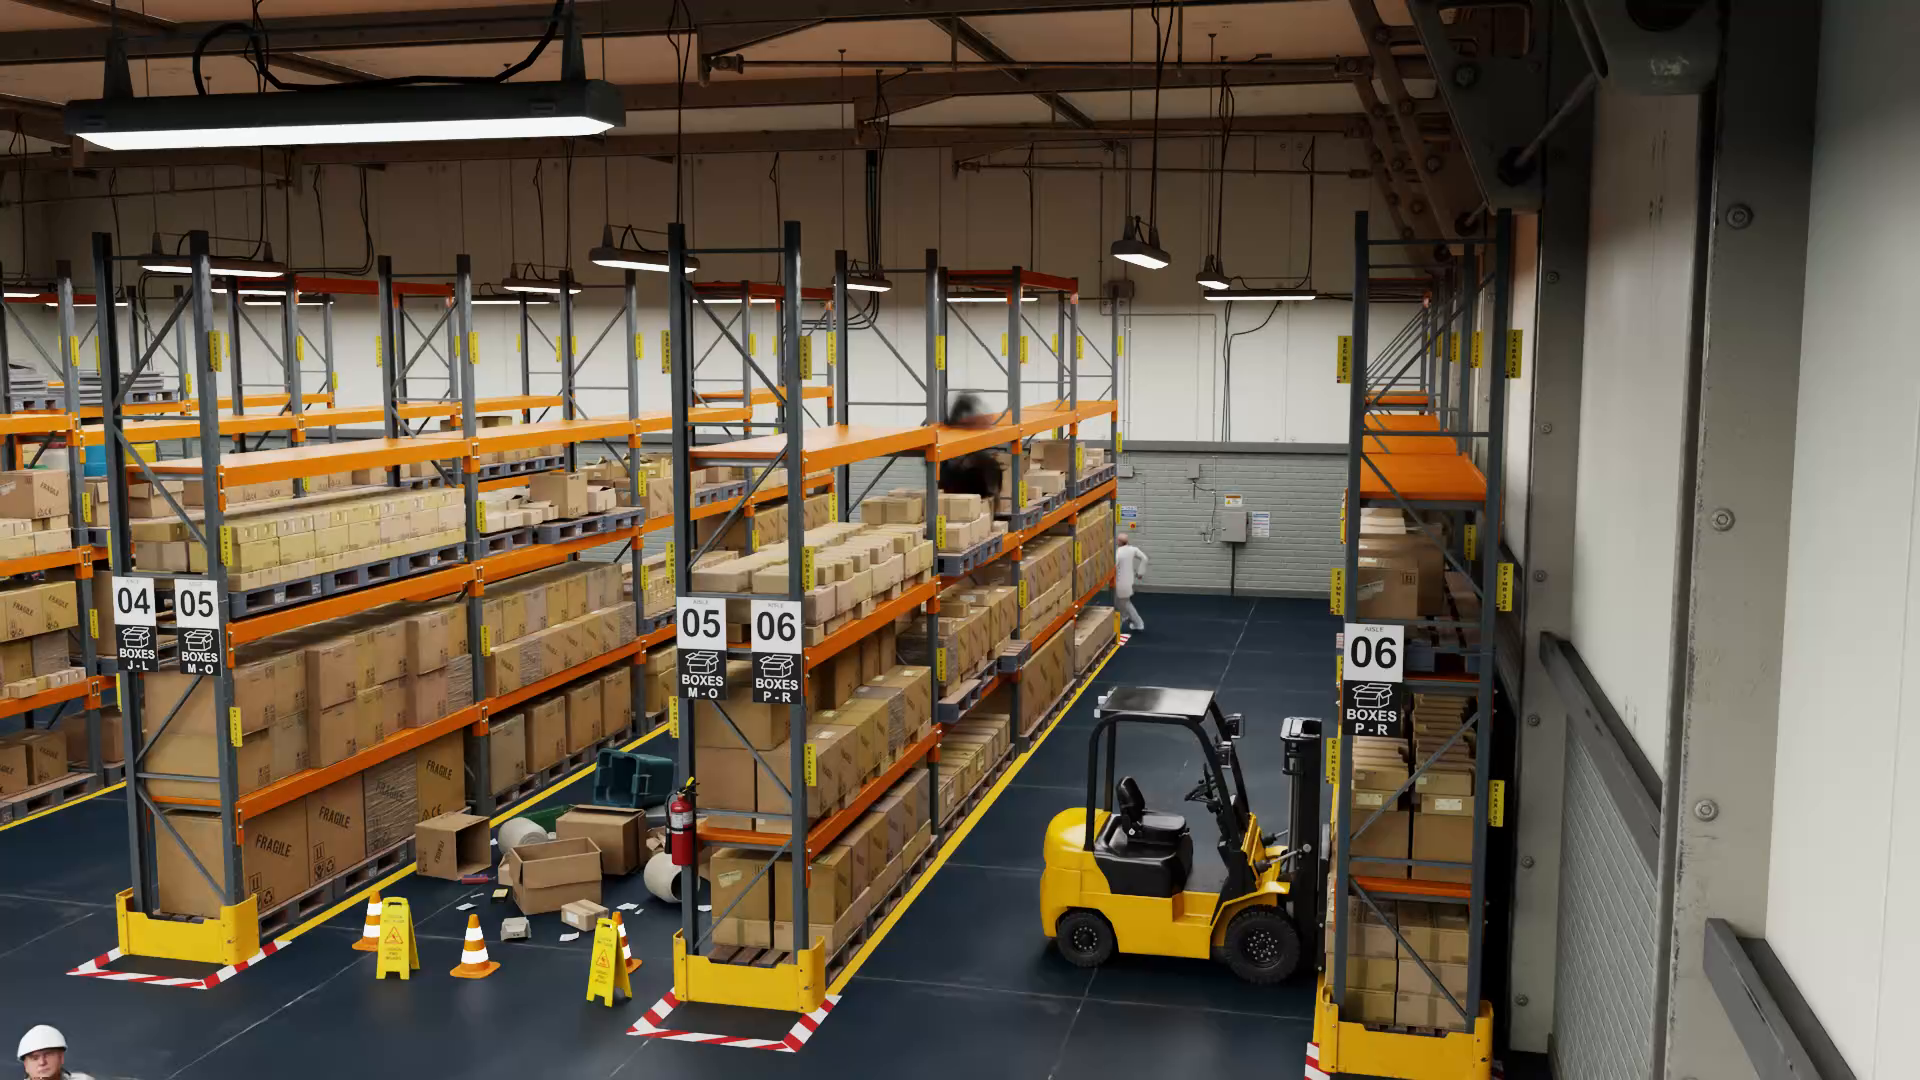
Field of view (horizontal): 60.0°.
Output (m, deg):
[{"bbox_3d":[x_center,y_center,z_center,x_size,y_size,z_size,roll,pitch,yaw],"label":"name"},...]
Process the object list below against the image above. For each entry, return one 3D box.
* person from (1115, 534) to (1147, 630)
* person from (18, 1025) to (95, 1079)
[{"bbox_3d":[2.850,0.741,29.129,0.732,1.740,0.678,6,9,40],"label":"person"},{"bbox_3d":[-4.631,3.296,8.482,0.662,1.708,0.627,-4,8,-27],"label":"person"}]
